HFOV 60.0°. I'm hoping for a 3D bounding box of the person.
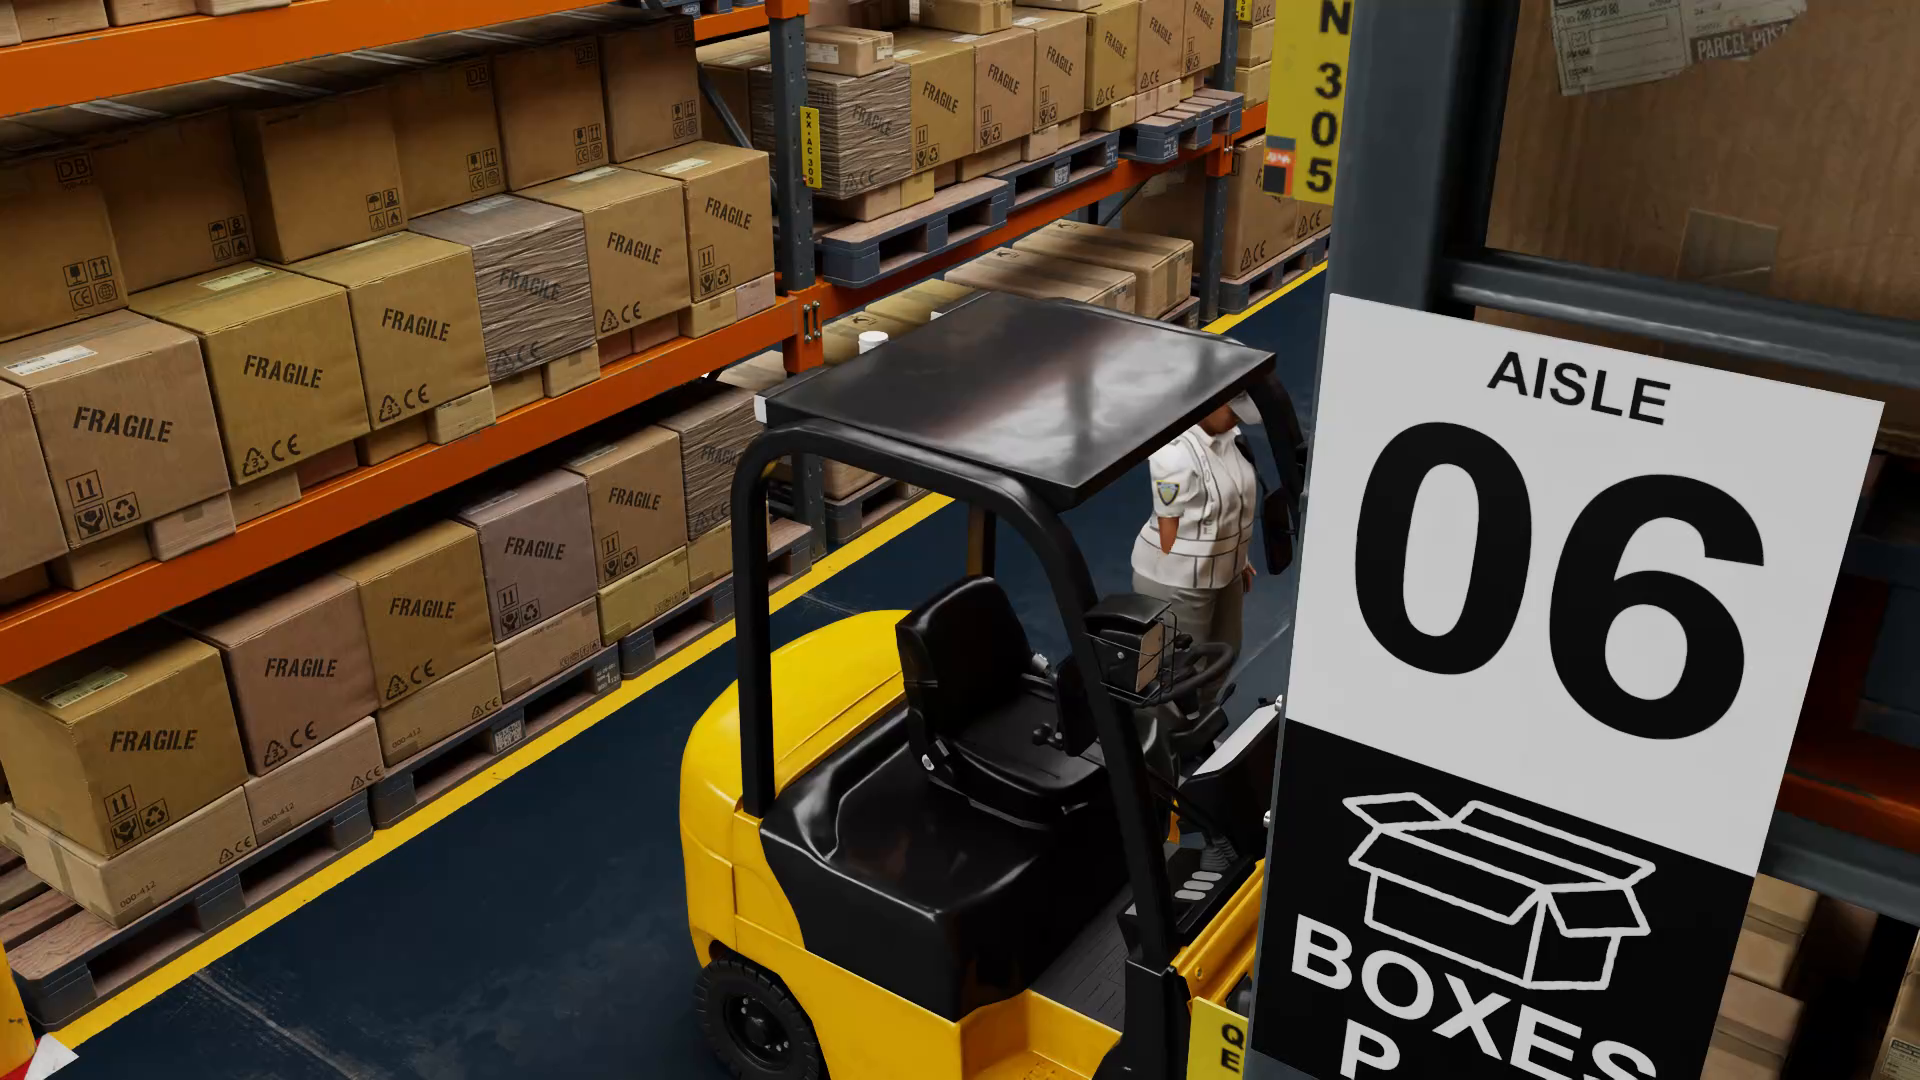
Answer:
[{"bbox_3d":[0.845,0.127,5.908,0.364,1.637,0.478,18,32,31],"label":"person"}]
